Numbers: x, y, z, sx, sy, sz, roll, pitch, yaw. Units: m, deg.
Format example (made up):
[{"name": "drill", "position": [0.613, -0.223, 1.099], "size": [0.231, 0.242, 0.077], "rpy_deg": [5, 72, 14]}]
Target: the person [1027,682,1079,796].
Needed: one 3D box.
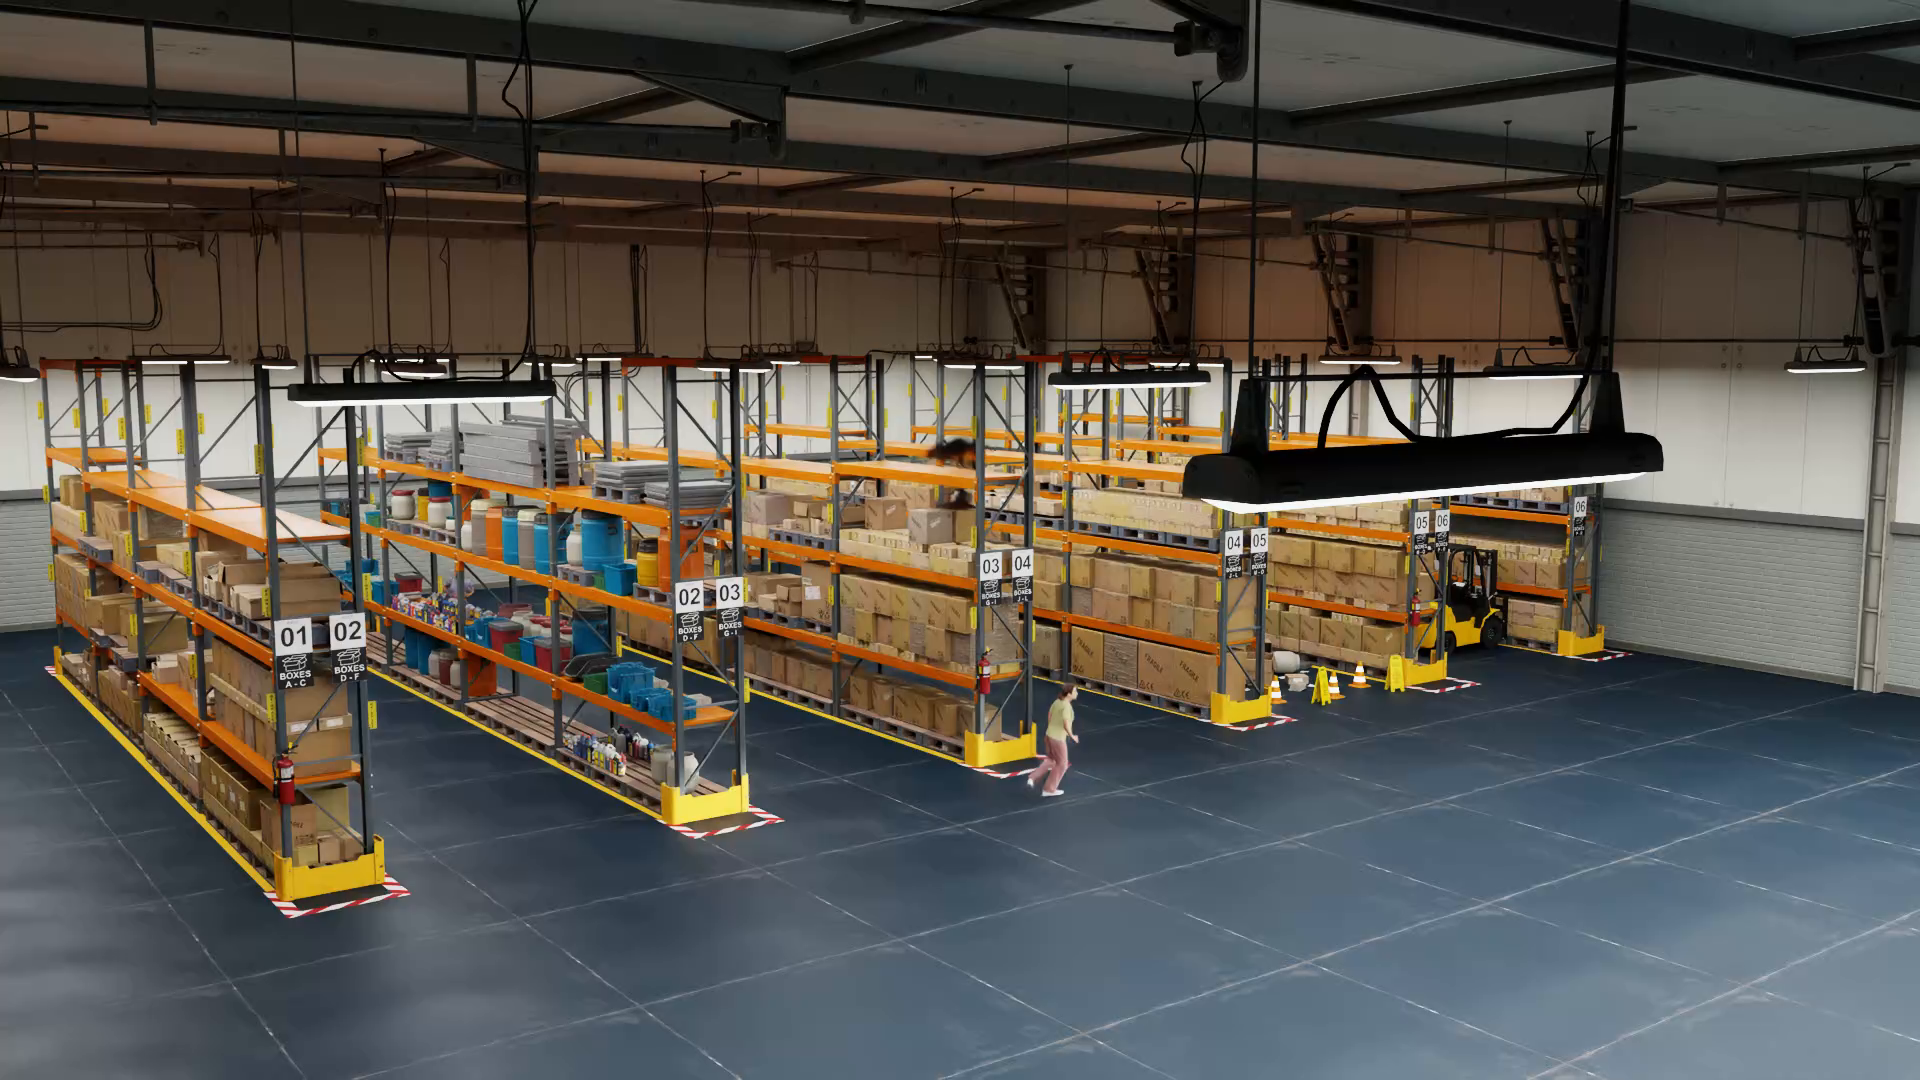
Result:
[{"name": "person", "position": [1.282, 2.772, 23.099], "size": [0.694, 1.592, 0.562], "rpy_deg": [-2, 7, -20]}]

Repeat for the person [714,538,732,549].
[{"name": "person", "position": [-5.859, 0.433, 41.938], "size": [0.794, 1.843, 0.782], "rpy_deg": [1, 7, 6]}]

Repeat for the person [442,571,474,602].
[{"name": "person", "position": [-10.689, 1.348, 35.323], "size": [0.716, 1.580, 0.608], "rpy_deg": [-2, 7, -16]}]
